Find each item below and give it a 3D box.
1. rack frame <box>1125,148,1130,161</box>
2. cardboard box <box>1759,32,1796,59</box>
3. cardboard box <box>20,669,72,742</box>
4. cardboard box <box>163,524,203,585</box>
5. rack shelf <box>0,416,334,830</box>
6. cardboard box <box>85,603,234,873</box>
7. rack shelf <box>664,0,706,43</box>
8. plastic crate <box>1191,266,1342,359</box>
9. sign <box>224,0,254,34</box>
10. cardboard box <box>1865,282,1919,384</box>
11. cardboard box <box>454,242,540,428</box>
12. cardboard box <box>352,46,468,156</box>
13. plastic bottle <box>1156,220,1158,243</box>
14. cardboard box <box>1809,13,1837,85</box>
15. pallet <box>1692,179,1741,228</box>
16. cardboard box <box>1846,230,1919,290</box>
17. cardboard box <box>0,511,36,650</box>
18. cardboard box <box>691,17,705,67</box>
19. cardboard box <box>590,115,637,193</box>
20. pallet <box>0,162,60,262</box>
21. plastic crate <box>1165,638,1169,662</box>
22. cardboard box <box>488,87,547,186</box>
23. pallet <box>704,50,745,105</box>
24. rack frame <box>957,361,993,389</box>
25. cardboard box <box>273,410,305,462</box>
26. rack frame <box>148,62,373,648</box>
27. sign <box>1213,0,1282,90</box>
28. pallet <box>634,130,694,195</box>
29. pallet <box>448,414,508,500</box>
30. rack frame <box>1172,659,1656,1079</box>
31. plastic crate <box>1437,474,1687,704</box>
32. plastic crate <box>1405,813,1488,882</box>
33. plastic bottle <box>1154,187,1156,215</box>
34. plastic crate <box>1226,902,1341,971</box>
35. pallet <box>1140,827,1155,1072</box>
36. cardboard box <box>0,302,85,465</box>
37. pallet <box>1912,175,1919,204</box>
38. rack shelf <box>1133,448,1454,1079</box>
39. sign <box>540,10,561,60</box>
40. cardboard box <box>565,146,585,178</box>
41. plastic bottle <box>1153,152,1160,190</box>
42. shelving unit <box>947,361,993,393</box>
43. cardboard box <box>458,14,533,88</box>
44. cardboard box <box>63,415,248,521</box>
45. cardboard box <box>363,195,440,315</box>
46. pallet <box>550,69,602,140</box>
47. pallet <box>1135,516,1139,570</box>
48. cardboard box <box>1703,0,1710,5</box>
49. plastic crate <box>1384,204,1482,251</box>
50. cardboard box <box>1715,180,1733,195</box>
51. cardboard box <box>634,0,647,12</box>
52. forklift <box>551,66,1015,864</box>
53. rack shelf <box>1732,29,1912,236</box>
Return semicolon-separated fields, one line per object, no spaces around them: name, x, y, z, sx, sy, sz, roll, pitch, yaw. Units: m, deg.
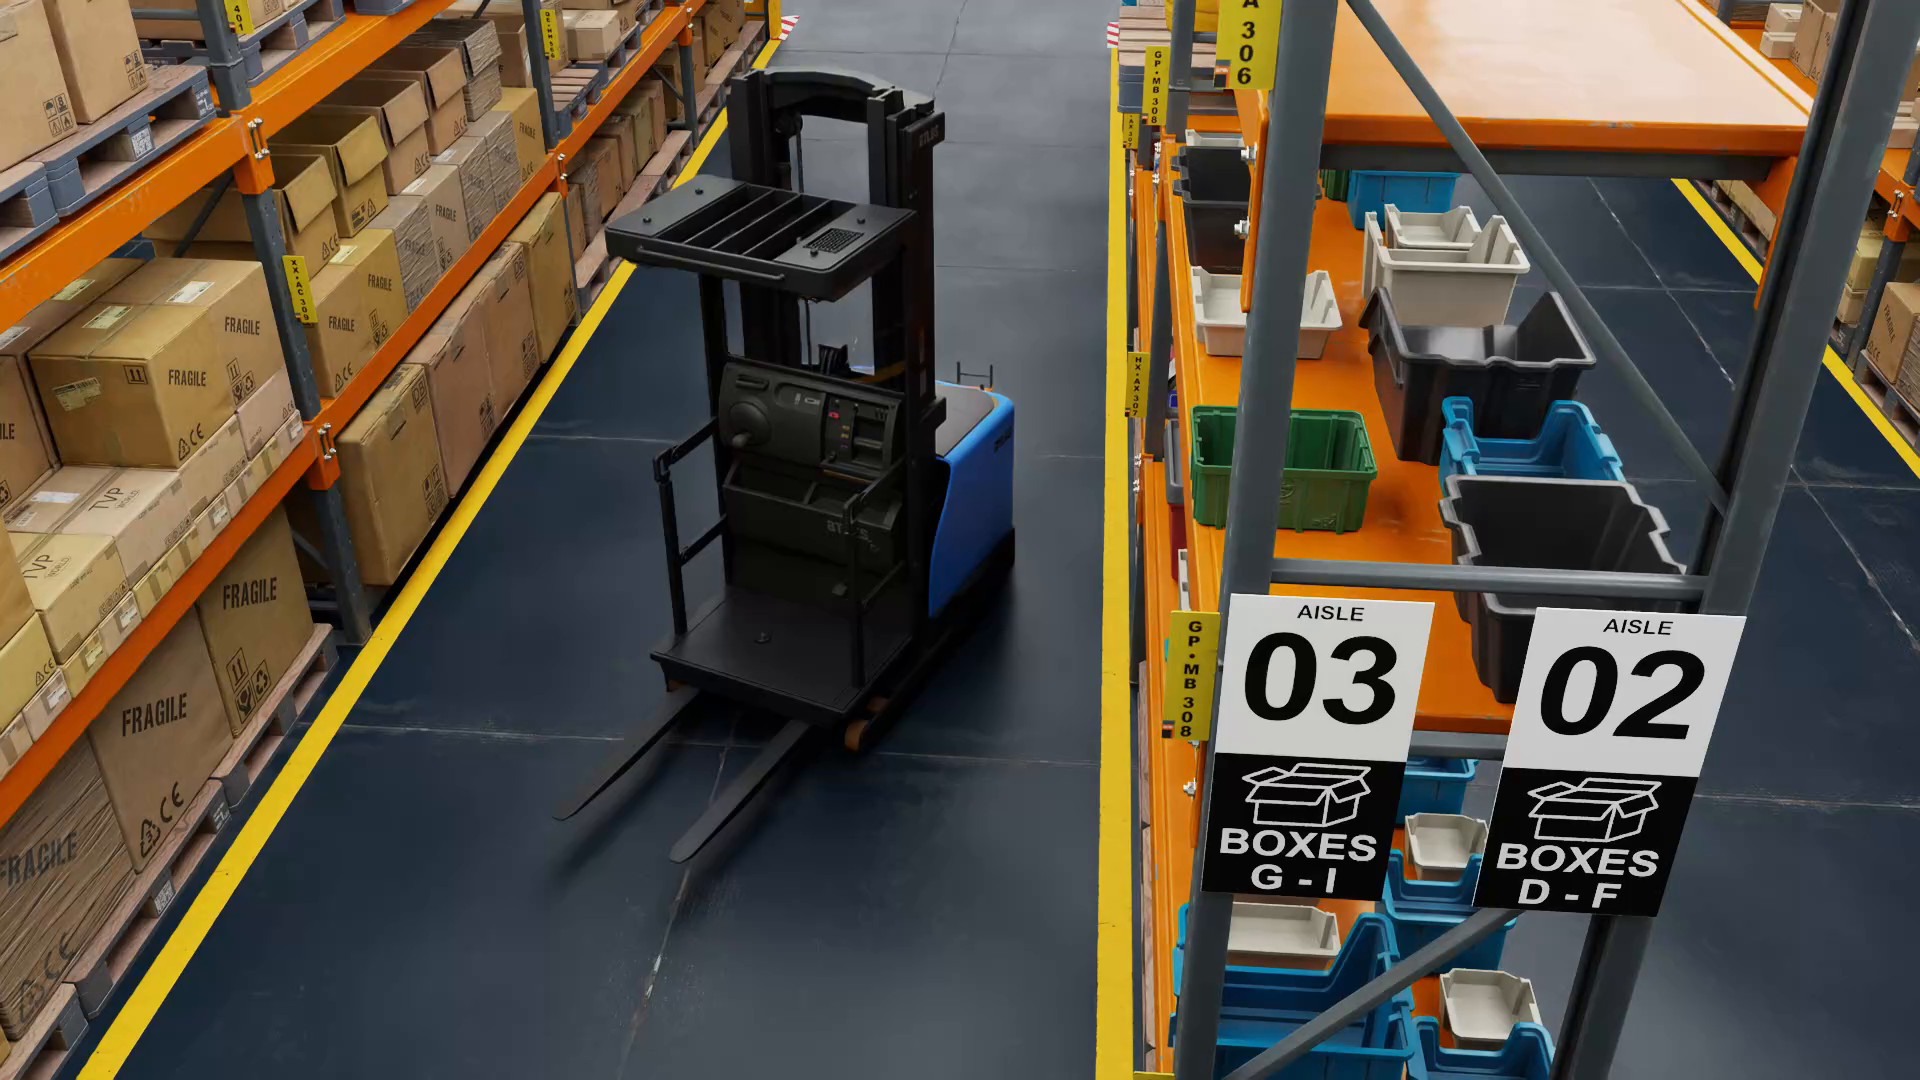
rack frame;2.004;-4.743;14.367;1.000;3.000;0.127;2;32;4
cardboard box;6.665;-3.968;13.349;0.380;0.149;0.250;2;32;4
cardboard box;-3.449;0.583;5.964;0.380;0.149;0.250;2;32;3
cardboard box;-3.365;0.047;6.834;0.380;0.149;0.250;3;32;5
rack shelf;-3.746;0.581;6.414;1.077;0.370;4.000;2;32;4
cardboard box;-3.790;0.767;7.052;0.875;0.875;0.875;2;32;4
rack shelf;-2.769;-5.694;16.596;1.077;0.370;4.000;2;32;4
plastic crate;0.948;-0.724;5.238;0.437;0.136;0.530;2;32;4
sign;-3.030;-2.279;6.942;0.100;0.325;0.005;2;32;4
cardboard box;6.293;-1.335;10.801;0.500;0.500;0.500;4;32;6
cardboard box;-3.415;-1.311;10.424;1.225;0.875;0.875;3;32;4
cardboard box;-3.389;-2.610;9.855;0.797;0.503;0.637;3;32;5
plastic bottle;1.217;-1.892;9.864;0.097;0.271;0.097;0;32;0
cardboard box;6.778;-3.634;12.472;0.500;0.500;0.500;3;32;4
pallet;6.920;-2.955;14.124;1.003;0.211;1.213;2;32;4
cardboard box;6.412;-1.969;11.552;0.500;0.311;0.500;3;32;5
cardboard box;-3.524;0.166;5.546;0.500;0.500;0.500;2;32;3
cardboard box;-2.849;-4.904;16.611;0.500;0.500;0.500;0;32;0
cardboard box;-3.106;-3.216;13.853;0.700;0.500;0.500;0;32;0
pallet;-3.763;-0.947;5.433;1.003;0.211;1.213;2;32;4
plastic crate;0.939;0.493;5.974;0.416;0.233;0.300;2;32;4
cardboard box;-3.051;-2.637;10.854;0.500;0.500;0.500;3;32;5
pallet;-2.816;-4.760;17.052;1.003;0.211;1.213;2;32;4
rack frame;0.082;-0.520;9.373;0.200;1.050;0.008;7;32;11
cardboard box;-3.282;-0.491;7.707;0.380;0.149;0.250;3;32;4
rack frame;-3.584;-0.771;7.922;1.000;3.000;0.127;2;32;4
sign;0.478;-0.900;2.720;0.100;0.325;0.005;2;32;4
pallet;-2.994;-3.360;14.781;1.003;0.211;1.213;2;32;4
pallet;-3.499;-0.630;10.352;1.003;0.211;1.213;2;32;4
rack frame;1.027;1.532;4.185;1.000;3.000;0.127;2;32;4
plastic crate;1.336;0.121;3.740;0.497;0.269;0.590;2;32;4
plastic crate;1.539;0.985;5.267;0.250;0.136;0.298;2;32;4
plastic bottle;1.283;-2.144;10.268;0.152;0.276;0.135;2;32;4
plastic crate;0.913;1.185;4.943;0.396;0.136;0.243;2;32;4
pallet;1.235;1.653;6.646;1.003;0.211;1.213;2;32;4
cardboard box;-3.925;-0.656;6.881;0.500;0.500;0.500;2;32;4
pallet;6.630;-1.999;10.097;1.213;0.211;1.003;2;32;4
rack shelf;1.190;0.792;6.071;1.077;0.370;4.000;2;32;4
sign;-2.705;-3.334;10.977;0.100;0.325;0.005;2;32;4
cardboard box;-3.200;-2.935;12.681;0.500;0.250;0.500;6;32;10
plastic bottle;1.321;-2.386;10.661;0.152;0.276;0.135;2;32;4
shelving unit;0.055;-0.457;9.272;0.215;1.050;0.252;7;32;11
cardboard box;-3.254;-3.368;11.641;0.500;0.500;0.500;-1;32;-2
cardboard box;-3.398;-0.321;7.052;0.500;0.250;0.500;3;32;5
cardboard box;-3.216;-1.568;9.120;0.500;0.500;0.500;2;32;3
pallet;-3.306;-3.158;11.979;1.213;0.211;1.003;2;32;4
pallet;1.457;0.226;8.963;1.003;0.211;1.213;2;32;4
cardboard box;7.007;-5.080;14.819;0.700;0.500;0.500;2;32;3
plastic crate;1.629;-1.043;5.756;0.293;0.136;0.466;2;32;4
cardboard box;6.618;-3.070;13.873;0.500;0.250;0.500;3;32;5
cardboard box;-3.137;-4.979;13.778;1.000;1.000;1.000;3;32;4
forklift;-0.800;-0.502;7.552;1.130;2.935;3.031;14;34;22
rack shelf;6.778;-3.177;12.512;1.077;0.370;4.000;2;32;4
